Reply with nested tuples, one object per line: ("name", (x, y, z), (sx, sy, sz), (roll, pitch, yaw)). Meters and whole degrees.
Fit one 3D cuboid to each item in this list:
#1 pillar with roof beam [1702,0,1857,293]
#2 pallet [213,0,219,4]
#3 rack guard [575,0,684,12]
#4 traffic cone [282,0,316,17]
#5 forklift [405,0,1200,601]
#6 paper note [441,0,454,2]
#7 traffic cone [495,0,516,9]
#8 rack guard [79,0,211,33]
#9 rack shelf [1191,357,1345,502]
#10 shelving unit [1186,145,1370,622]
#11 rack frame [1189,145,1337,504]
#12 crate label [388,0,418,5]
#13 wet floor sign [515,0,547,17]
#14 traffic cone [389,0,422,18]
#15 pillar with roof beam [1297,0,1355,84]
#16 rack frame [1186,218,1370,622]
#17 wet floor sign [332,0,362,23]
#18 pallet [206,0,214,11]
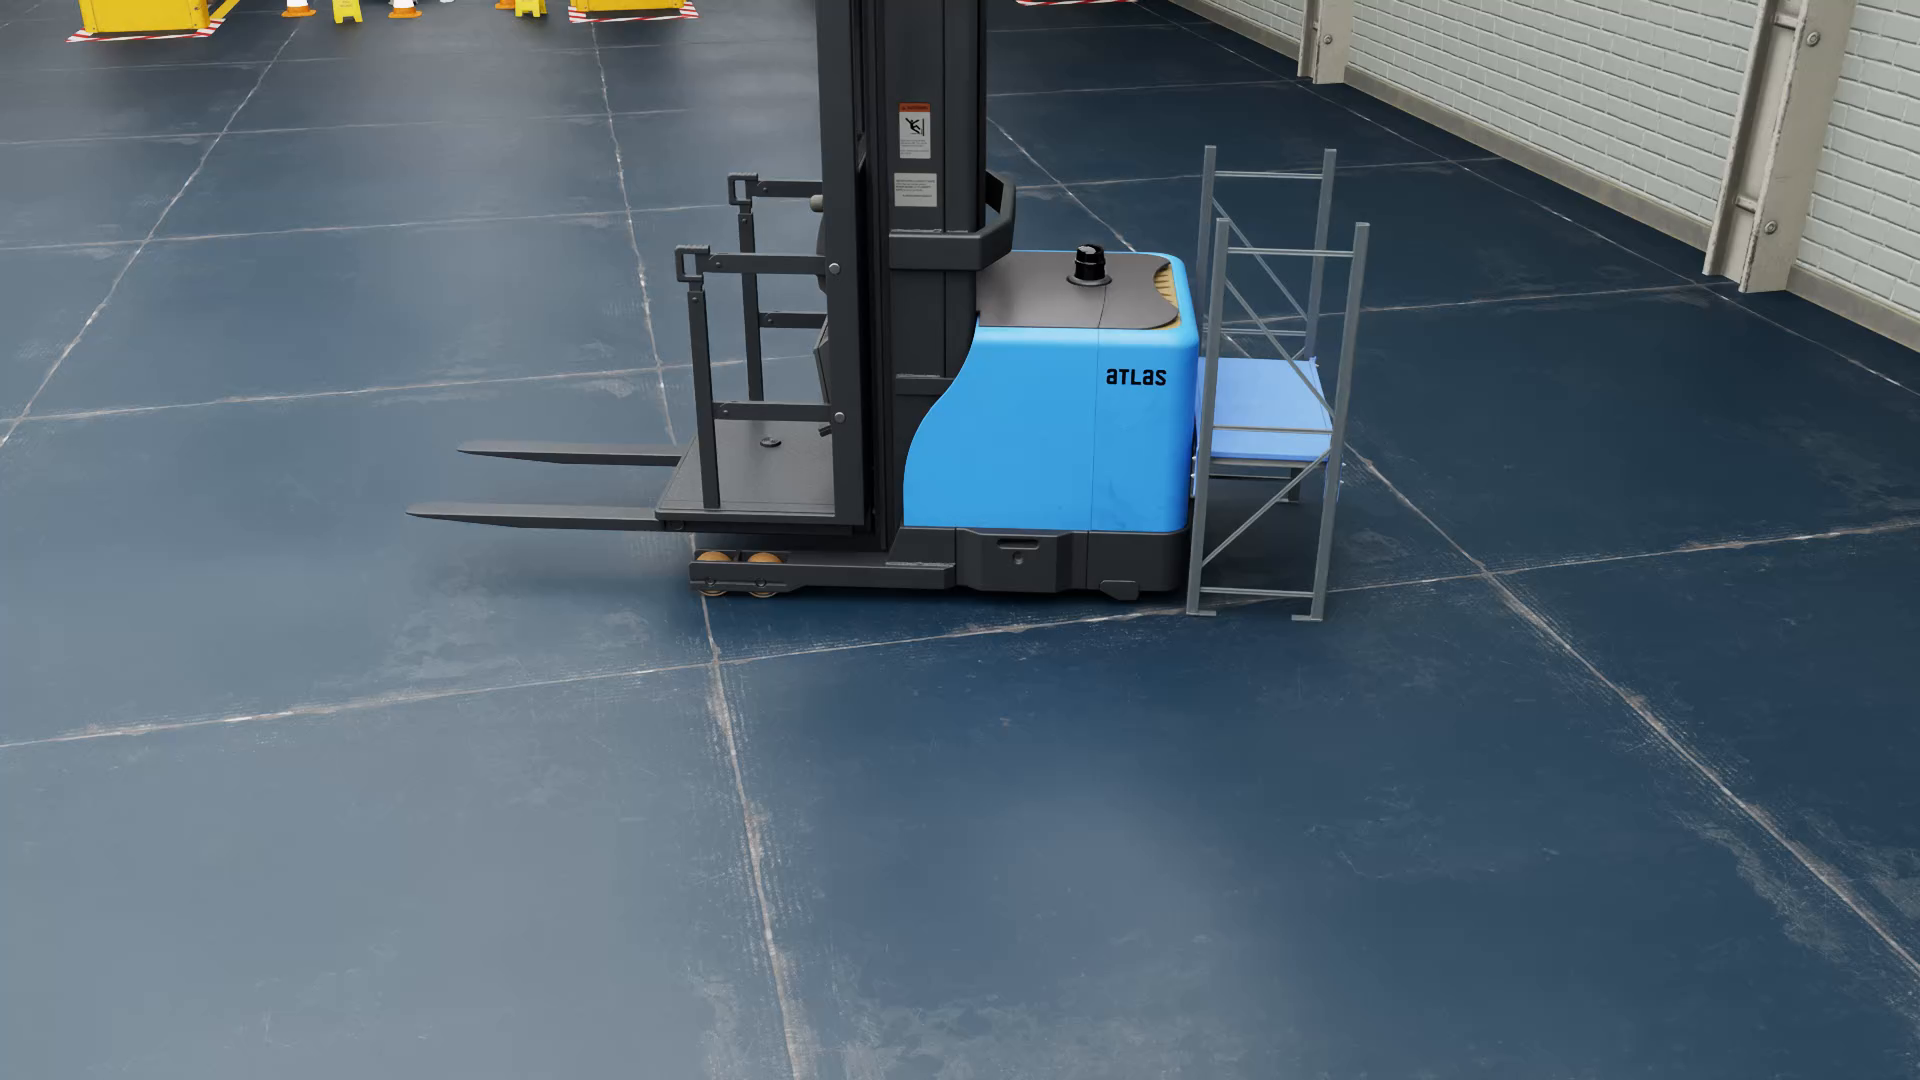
("pillar with roof beam", (0.419, -5.103, 6.873), (9.100, 9.000, 0.400), (-6, 27, -12))
("pallet", (-8.976, -6.312, 19.022), (1.003, 0.211, 1.213), (-6, 27, -12))
("rack guard", (-3.665, -6.144, 18.368), (1.175, 0.500, 0.348), (-6, 27, -12))
("traffic cone", (-7.184, -5.924, 17.974), (0.336, 0.463, 0.334), (-6, 27, -12))
("forklift", (-0.629, -1.326, 6.124), (3.031, 2.935, 1.130), (2, 27, 3))
("paper note", (-5.800, -6.114, 18.830), (0.148, 0.019, 0.142), (-16, 31, -29))
("traffic cone", (-5.002, -6.152, 18.425), (0.336, 0.463, 0.334), (-6, 27, -12))
("rack guard", (-8.442, -5.553, 17.197), (1.175, 0.500, 0.348), (-6, 27, -12))
("rack shelf", (1.143, -0.452, 6.376), (0.538, 0.185, 1.000), (3, 27, 5))
("shelving unit", (1.145, -0.612, 6.294), (0.538, 1.500, 1.048), (3, 27, 5))
("rack frame", (1.192, -0.840, 6.746), (0.500, 1.500, 0.032), (3, 27, 5))
("crate label", (-6.244, -6.083, 18.651), (0.250, 0.136, 0.298), (-23, 35, -38))
("wet floor sign", (-4.647, -5.984, 17.889), (0.267, 0.644, 0.232), (3, 27, 6))
("traffic cone", (-6.006, -5.890, 17.906), (0.336, 0.463, 0.334), (-6, 27, -12))
("pillar with roof beam", (-0.934, -7.737, 12.091), (9.100, 9.000, 0.400), (-6, 27, -12))
("rack frame", (1.097, -0.384, 5.843), (0.500, 1.500, 0.032), (3, 27, 5))
("wet floor sign", (-6.512, -5.817, 17.559), (0.267, 0.644, 0.232), (-11, 29, -20))
("pallet", (-8.704, -5.778, 17.963), (1.003, 0.211, 1.213), (-6, 27, -12))
